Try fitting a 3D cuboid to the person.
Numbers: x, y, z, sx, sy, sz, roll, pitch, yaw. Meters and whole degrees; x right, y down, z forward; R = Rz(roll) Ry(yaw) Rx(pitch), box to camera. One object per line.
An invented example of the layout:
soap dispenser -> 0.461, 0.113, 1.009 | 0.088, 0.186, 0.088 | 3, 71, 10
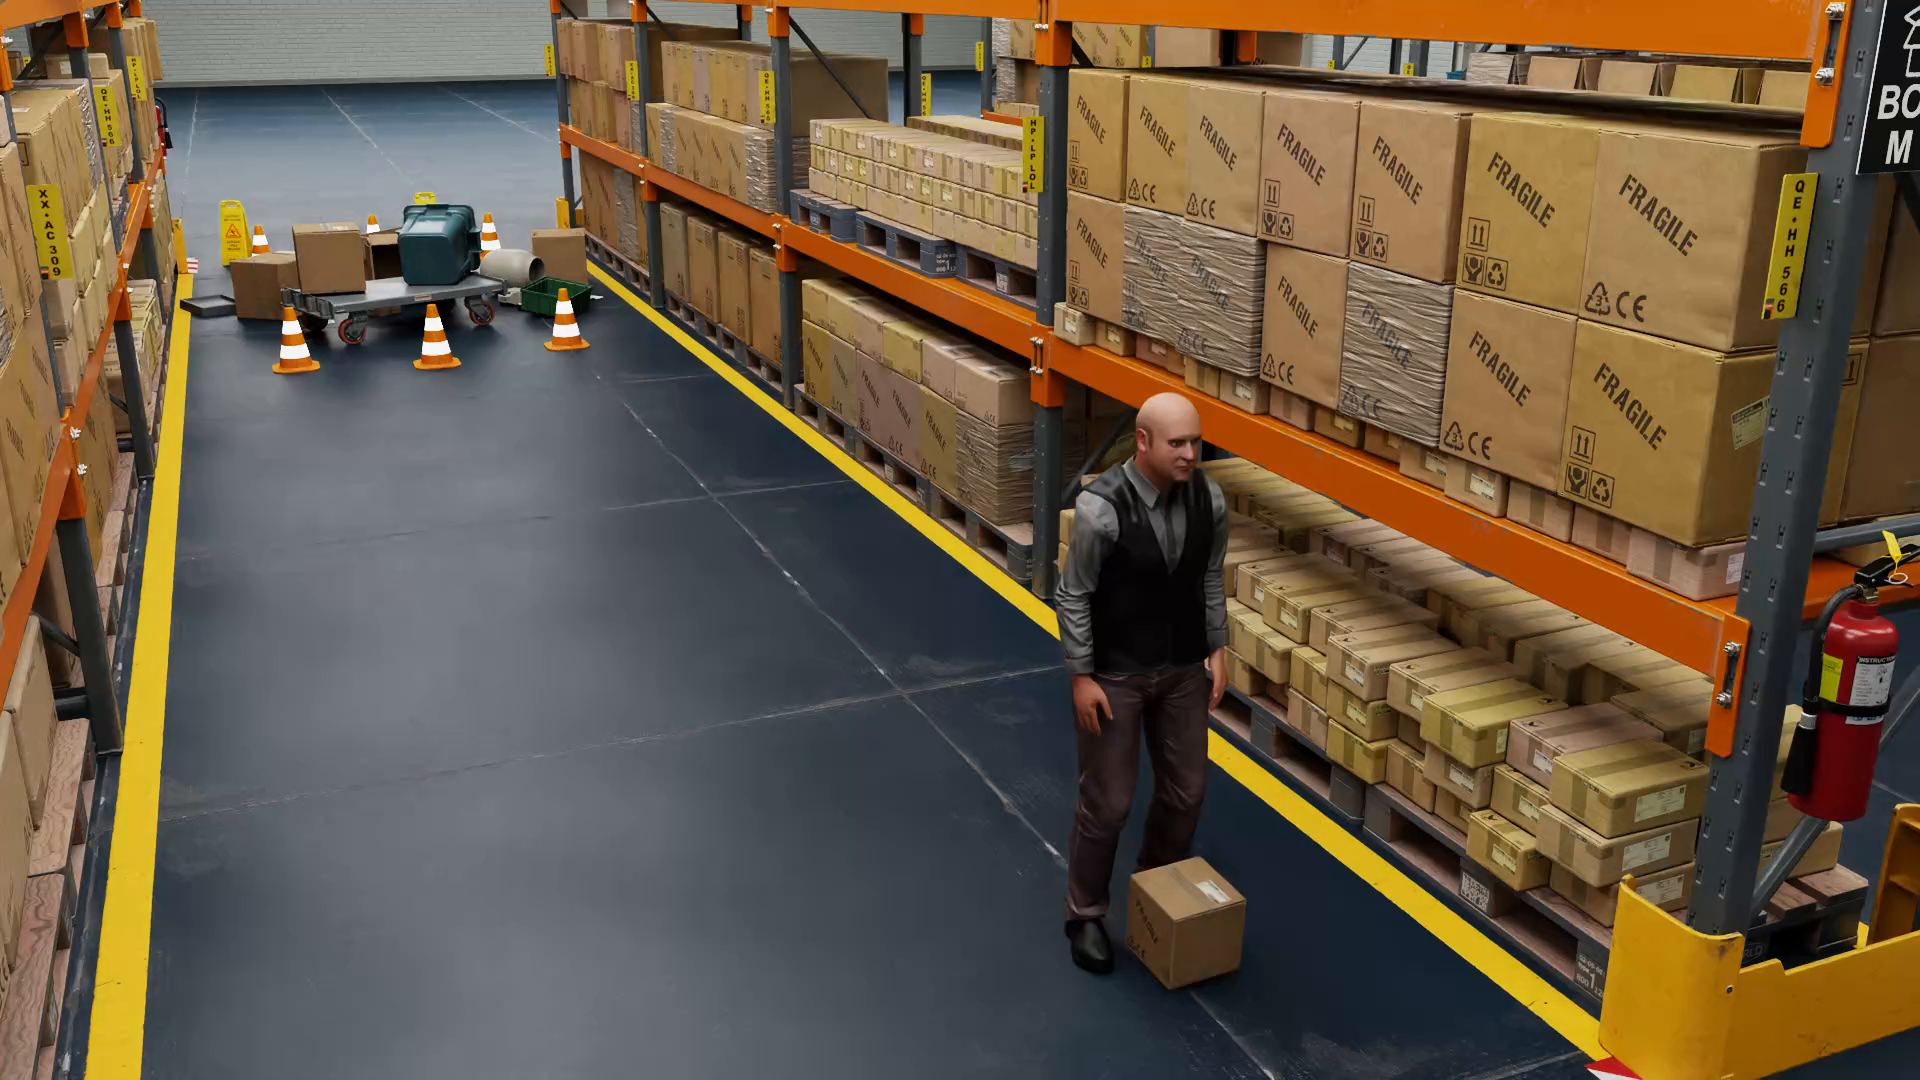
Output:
person -> 0.545, 0.395, 4.932 | 0.569, 1.722, 0.398 | -9, 21, -25
